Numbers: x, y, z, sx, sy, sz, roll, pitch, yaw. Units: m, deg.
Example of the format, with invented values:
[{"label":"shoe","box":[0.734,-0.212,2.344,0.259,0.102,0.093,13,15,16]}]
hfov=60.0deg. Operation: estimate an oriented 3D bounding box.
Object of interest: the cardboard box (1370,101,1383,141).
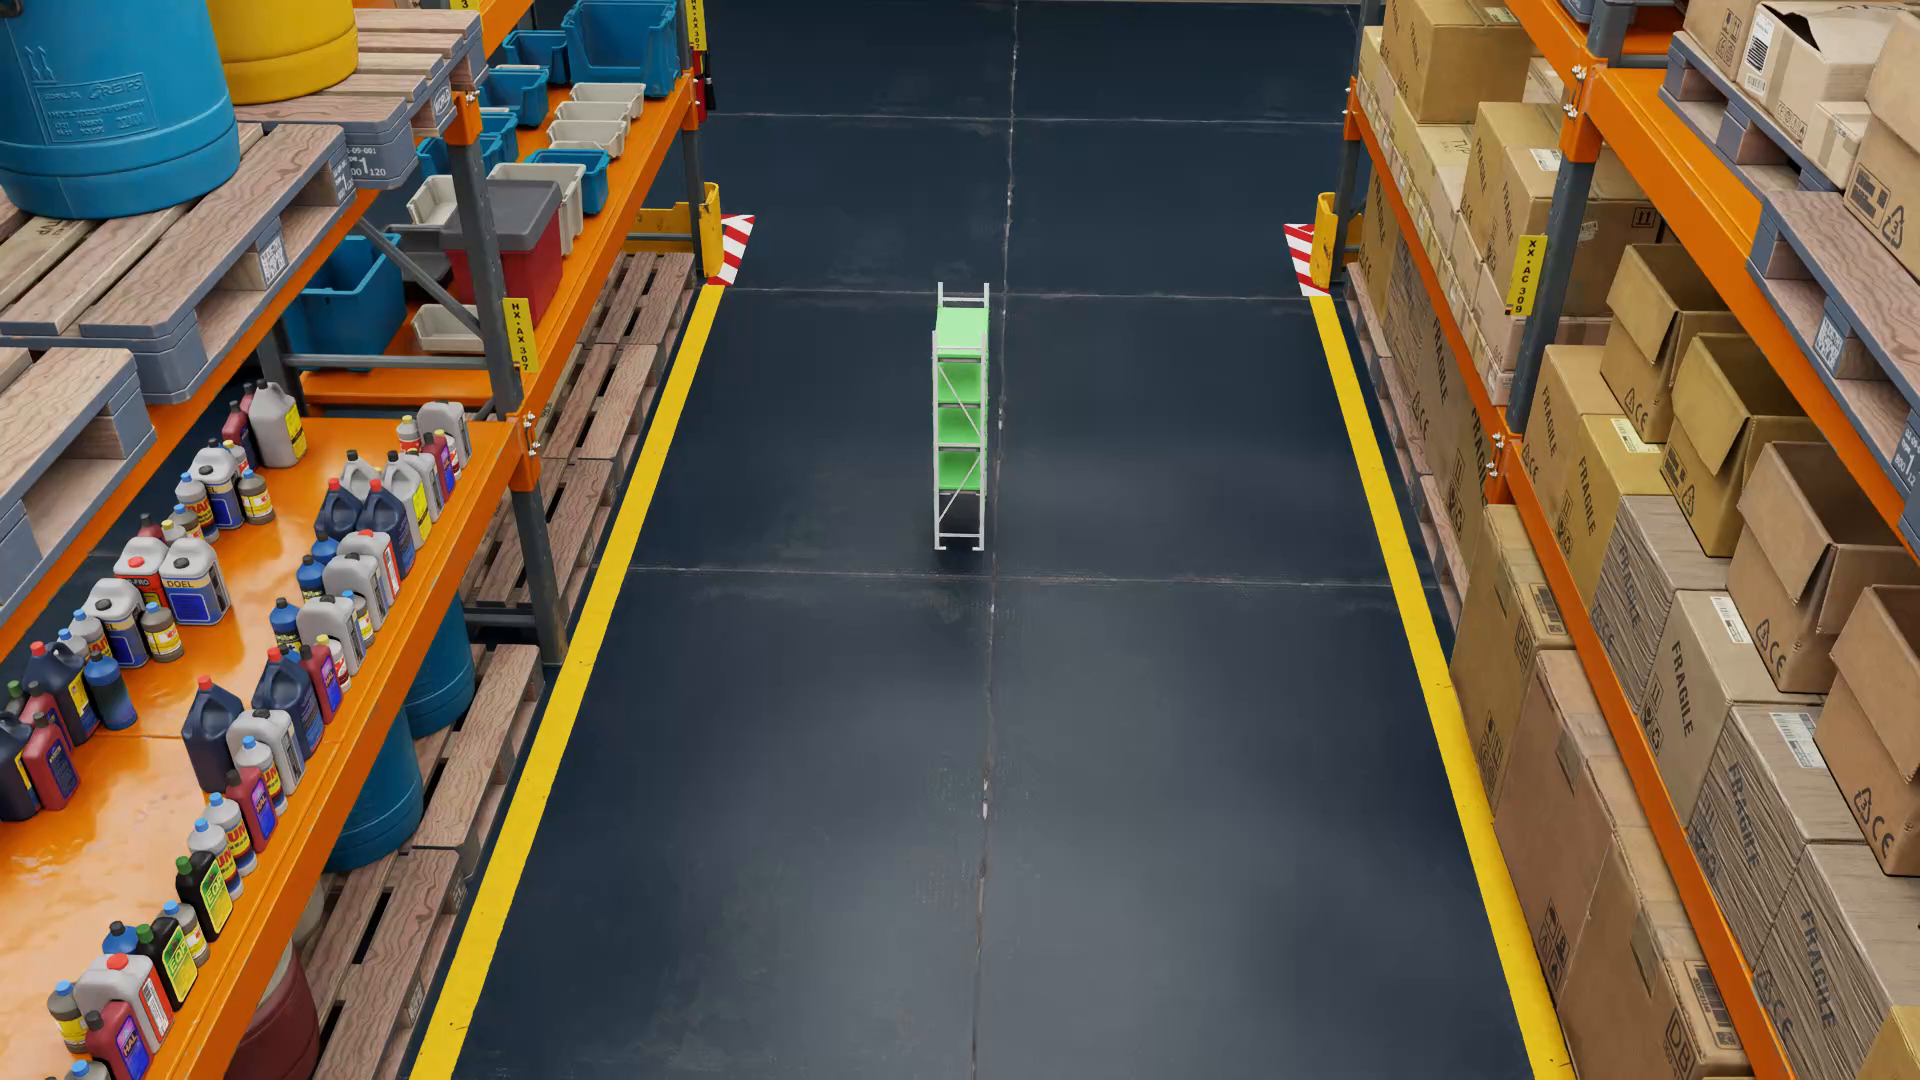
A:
[{"label":"cardboard box","box":[2.471,-2.294,9.124,0.380,0.149,0.250,1,35,1]}]

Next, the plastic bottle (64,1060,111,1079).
[{"label":"plastic bottle","box":[-2.061,1.312,3.947,0.097,0.201,0.097,0,35,0]}]

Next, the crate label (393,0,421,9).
[{"label":"crate label","box":[-1.968,-2.098,6.247,0.293,0.136,0.466,1,35,2]}]

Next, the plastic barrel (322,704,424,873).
[{"label":"plastic barrel","box":[-2.344,0.701,6.103,0.600,0.901,0.708,1,35,2]}]

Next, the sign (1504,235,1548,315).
[{"label":"sign","box":[2.118,-0.988,6.226,0.100,0.325,0.005,1,35,2]}]

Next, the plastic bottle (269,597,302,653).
[{"label":"plastic bottle","box":[-2.144,0.300,5.326,0.097,0.271,0.097,0,35,0]}]

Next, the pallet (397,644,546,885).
[{"label":"pallet","box":[-2.349,0.879,6.816,1.003,0.211,1.213,1,35,2]}]

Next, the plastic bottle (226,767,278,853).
[{"label":"plastic bottle","box":[-2.005,0.738,4.693,0.061,0.283,0.133,1,35,2]}]

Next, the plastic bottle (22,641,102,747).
[{"label":"plastic bottle","box":[-2.740,0.442,5.056,0.144,0.351,0.185,1,35,2]}]

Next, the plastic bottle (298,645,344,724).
[{"label":"plastic bottle","box":[-1.982,0.422,5.143,0.061,0.283,0.133,1,35,2]}]

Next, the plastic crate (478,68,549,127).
[{"label":"plastic crate","box":[-2.481,-2.446,9.215,0.416,0.233,0.300,1,35,2]}]

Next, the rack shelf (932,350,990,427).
[{"label":"rack shelf","box":[0.007,-0.730,7.939,0.258,0.148,0.480,1,35,2]}]

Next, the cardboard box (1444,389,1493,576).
[{"label":"cardboard box","box":[2.779,-0.270,7.508,0.875,0.875,0.875,1,35,2]}]

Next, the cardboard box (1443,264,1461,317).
[{"label":"cardboard box","box":[2.389,-1.113,7.443,0.380,0.149,0.250,2,35,3]}]

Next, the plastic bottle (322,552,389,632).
[{"label":"plastic bottle","box":[-2.009,0.157,5.525,0.152,0.276,0.135,1,35,2]}]

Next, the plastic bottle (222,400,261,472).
[{"label":"plastic bottle","box":[-2.723,-0.379,6.282,0.061,0.283,0.133,1,35,2]}]

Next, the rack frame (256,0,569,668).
[{"label":"rack frame","box":[-2.276,-0.704,6.643,1.000,3.000,0.127,1,35,2]}]

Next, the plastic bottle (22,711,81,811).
[{"label":"plastic bottle","box":[-2.650,0.640,4.832,0.061,0.283,0.133,1,35,2]}]

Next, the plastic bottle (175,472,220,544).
[{"label":"plastic bottle","box":[-2.722,-0.118,5.921,0.097,0.271,0.097,0,35,0]}]

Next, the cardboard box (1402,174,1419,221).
[{"label":"cardboard box","box":[2.429,-1.705,8.286,0.380,0.149,0.250,0,35,1]}]

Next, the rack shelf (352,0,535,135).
[{"label":"rack shelf","box":[-2.196,-2.786,7.623,1.077,0.370,4.000,1,35,2]}]

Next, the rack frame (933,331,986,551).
[{"label":"rack frame","box":[-0.003,-0.446,7.841,0.240,1.200,0.015,1,35,2]}]

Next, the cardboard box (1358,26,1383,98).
[{"label":"cardboard box","box":[2.544,-2.679,9.325,0.500,0.250,0.500,0,35,1]}]

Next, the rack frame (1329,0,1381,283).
[{"label":"rack frame","box":[2.833,-2.888,9.751,1.000,3.000,0.127,1,35,2]}]

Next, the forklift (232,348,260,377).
[{"label":"forklift","box":[-4.913,-2.017,8.570,1.130,2.935,3.031,25,42,31]}]

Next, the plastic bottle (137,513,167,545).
[{"label":"plastic bottle","box":[-2.753,0.055,5.665,0.061,0.283,0.133,1,35,2]}]

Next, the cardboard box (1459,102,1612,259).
[{"label":"cardboard box","box":[2.448,-1.515,7.017,0.500,0.500,0.500,2,35,2]}]

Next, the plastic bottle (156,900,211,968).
[{"label":"plastic bottle","box":[-2.041,1.026,4.355,0.097,0.201,0.097,0,35,0]}]

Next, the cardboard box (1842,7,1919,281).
[{"label":"cardboard box","box":[2.573,-0.907,3.868,0.797,0.503,0.637,1,35,1]}]

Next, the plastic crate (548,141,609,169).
[{"label":"plastic crate","box":[-1.974,-1.949,8.592,0.298,0.136,0.250,1,35,2]}]

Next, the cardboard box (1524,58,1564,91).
[{"label":"cardboard box","box":[3.058,-2.372,8.889,0.500,0.250,0.500,1,35,1]}]

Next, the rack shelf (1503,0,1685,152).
[{"label":"rack shelf","box":[2.753,-2.672,7.460,1.077,0.370,4.000,1,35,2]}]

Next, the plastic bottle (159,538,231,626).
[{"label":"plastic bottle","box":[-2.561,0.139,5.551,0.152,0.276,0.135,1,35,2]}]

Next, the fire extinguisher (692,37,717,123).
[{"label":"fire extinguisher","box":[-1.655,-2.894,10.151,0.296,0.674,0.183,1,35,2]}]

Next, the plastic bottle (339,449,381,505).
[{"label":"plastic bottle","box":[-2.130,-0.152,5.900,0.144,0.351,0.185,1,35,2]}]

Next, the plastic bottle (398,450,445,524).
[{"label":"plastic bottle","box":[-1.984,-0.210,6.048,0.152,0.276,0.135,1,35,2]}]

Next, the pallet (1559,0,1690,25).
[{"label":"pallet","box":[2.716,-2.251,6.312,1.003,0.211,1.213,1,35,2]}]

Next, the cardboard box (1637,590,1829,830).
[{"label":"cardboard box","box":[2.349,0.501,4.841,0.500,0.500,0.500,2,35,3]}]

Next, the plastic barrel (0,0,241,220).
[{"label":"plastic barrel","box":[-2.192,-1.324,4.116,0.600,0.901,0.708,1,35,2]}]

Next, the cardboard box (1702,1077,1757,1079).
[{"label":"cardboard box","box":[2.561,2.010,4.264,1.225,0.875,0.875,0,35,0]}]

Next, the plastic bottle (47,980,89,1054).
[{"label":"plastic bottle","box":[-2.203,1.176,4.141,0.097,0.201,0.097,0,35,0]}]

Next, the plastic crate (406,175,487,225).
[{"label":"plastic crate","box":[-2.507,-1.628,8.135,0.293,0.136,0.466,1,35,2]}]

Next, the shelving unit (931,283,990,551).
[{"label":"shelving unit","box":[0.007,-0.586,8.040,0.258,1.200,0.503,1,35,2]}]

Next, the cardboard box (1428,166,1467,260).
[{"label":"cardboard box","box":[2.467,-1.501,7.648,0.500,0.250,0.500,2,35,3]}]

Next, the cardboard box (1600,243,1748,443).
[{"label":"cardboard box","box":[2.655,-0.674,5.641,0.797,0.503,0.637,0,35,1]}]

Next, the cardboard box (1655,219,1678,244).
[{"label":"cardboard box","box":[2.947,-1.226,6.606,0.500,0.500,0.500,1,35,2]}]

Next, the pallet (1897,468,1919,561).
[{"label":"pallet","box":[2.485,0.187,2.931,1.213,0.211,1.003,3,35,4]}]
